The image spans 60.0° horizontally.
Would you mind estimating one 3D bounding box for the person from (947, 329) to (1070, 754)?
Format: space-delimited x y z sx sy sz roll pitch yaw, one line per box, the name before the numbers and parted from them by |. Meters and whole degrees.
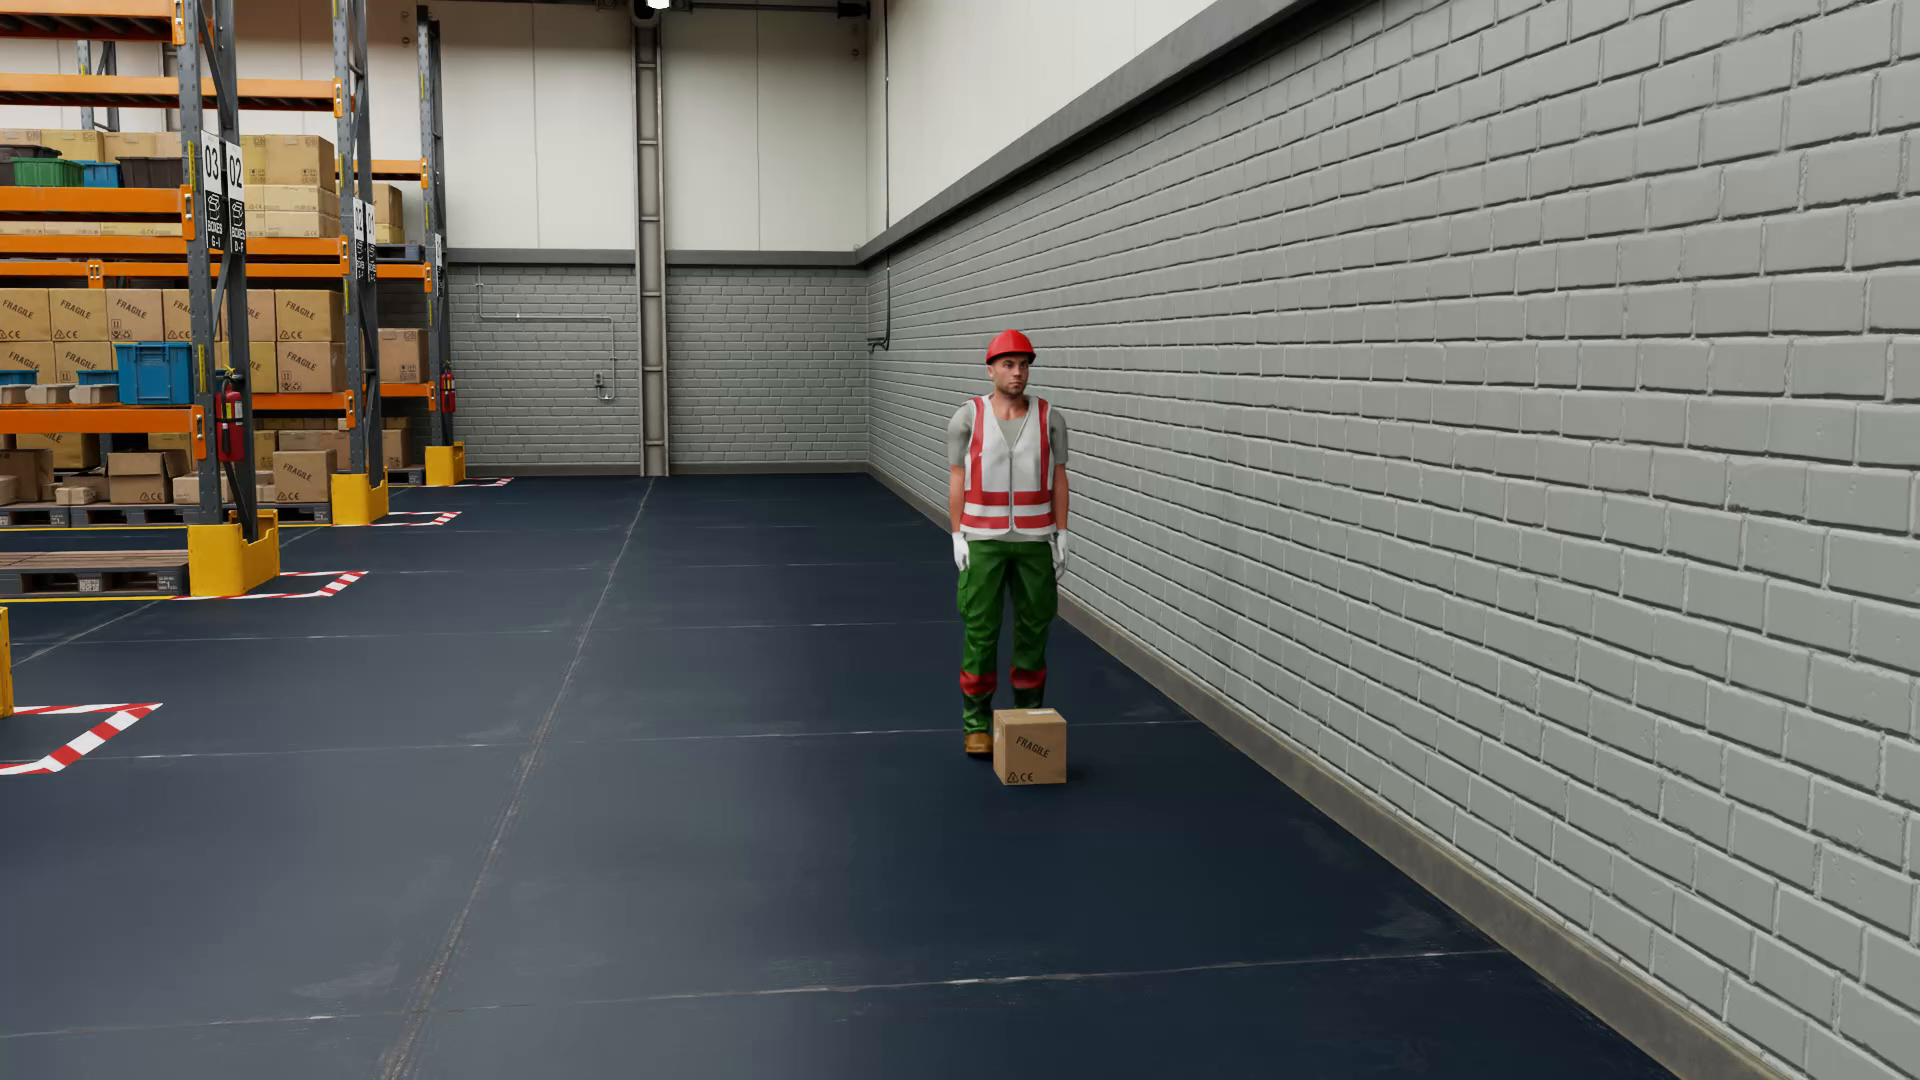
person | 0.211 0.016 7.010 0.523 1.798 0.365 -1 6 -7
